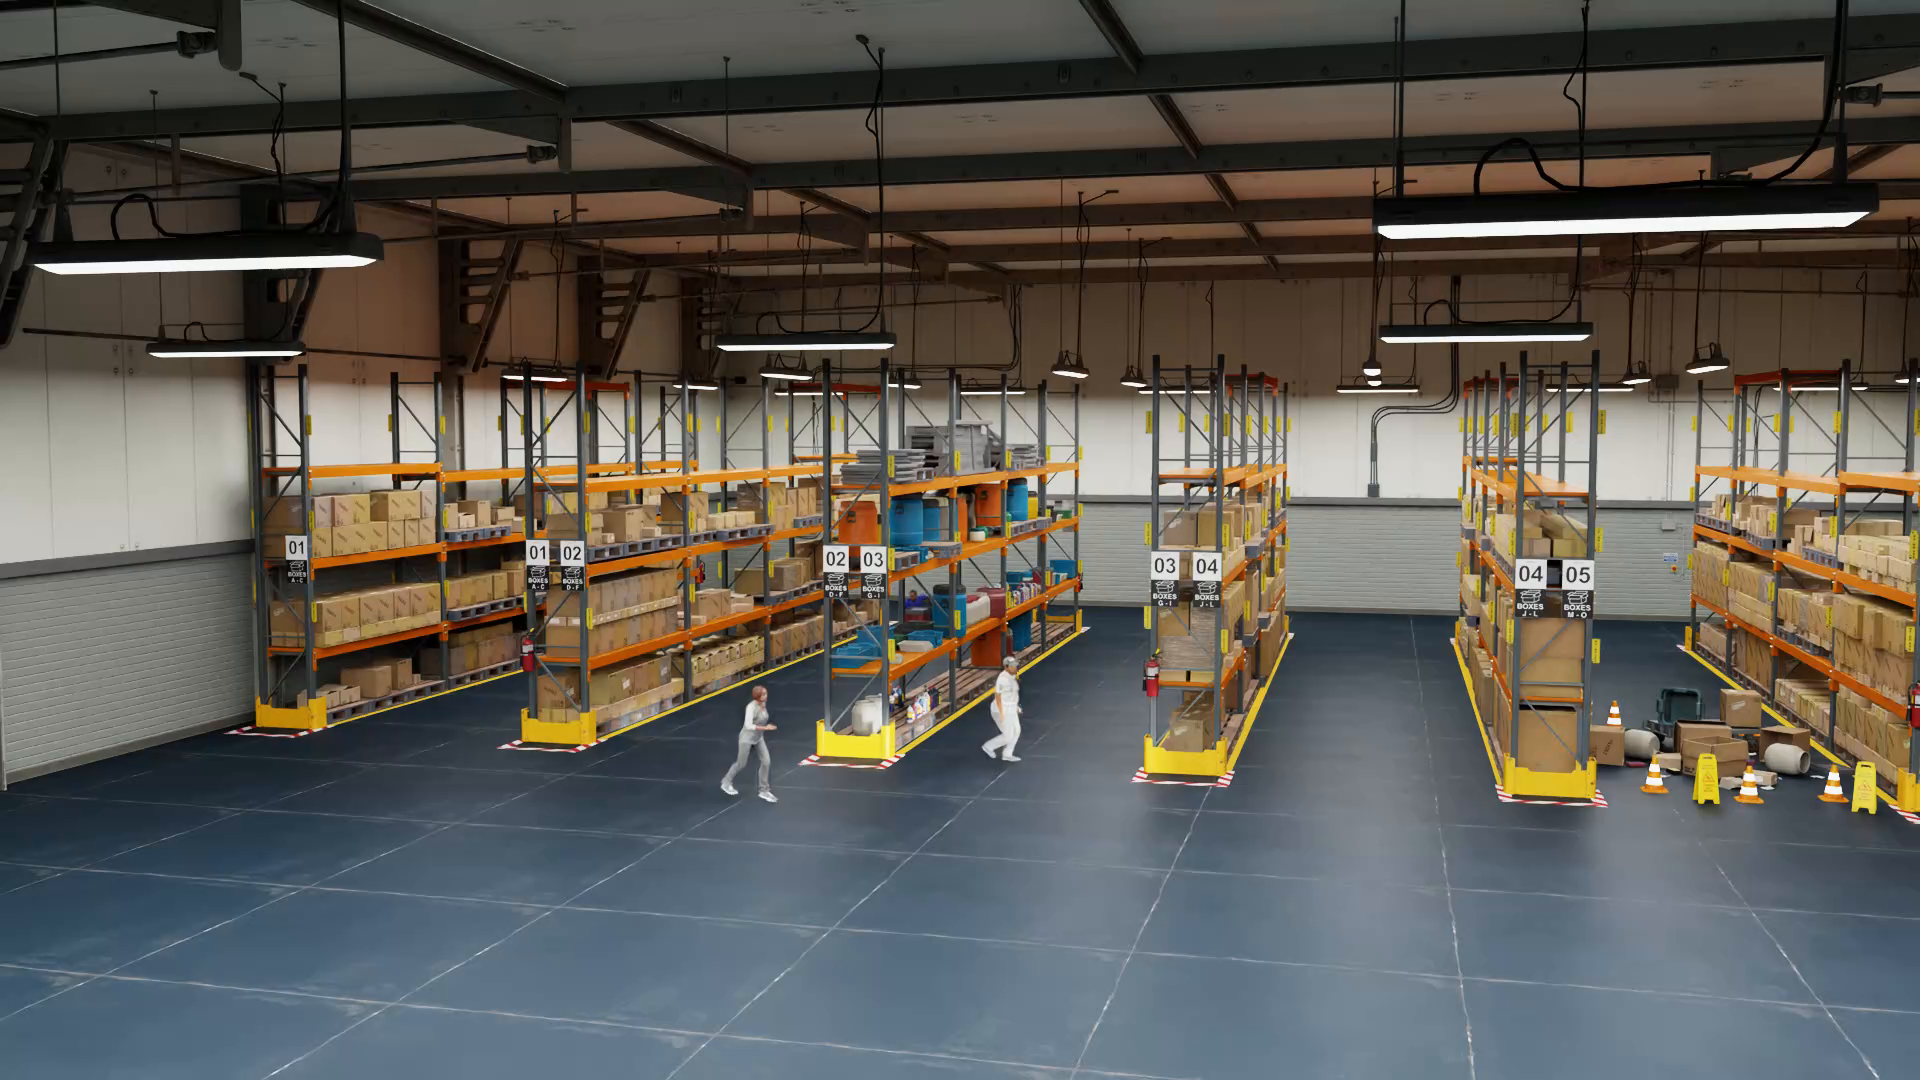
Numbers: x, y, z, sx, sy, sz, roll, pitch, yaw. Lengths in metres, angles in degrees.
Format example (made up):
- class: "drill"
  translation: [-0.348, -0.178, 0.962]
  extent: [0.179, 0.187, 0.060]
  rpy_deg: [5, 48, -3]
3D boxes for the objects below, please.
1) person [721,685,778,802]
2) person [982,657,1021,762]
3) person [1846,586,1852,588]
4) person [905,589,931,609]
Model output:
- class: "person"
  translation: [-2.798, 2.690, 22.151]
  extent: [0.904, 1.567, 0.533]
  rpy_deg: [2, 5, 31]
- class: "person"
  translation: [0.623, 2.500, 24.568]
  extent: [0.624, 1.584, 0.642]
  rpy_deg: [1, 4, 20]
- class: "person"
  translation: [17.902, 1.815, 33.470]
  extent: [0.653, 1.744, 1.038]
  rpy_deg: [0, 4, 5]
- class: "person"
  translation: [-0.948, 1.755, 37.034]
  extent: [0.568, 1.381, 1.004]
  rpy_deg: [0, 4, 2]
